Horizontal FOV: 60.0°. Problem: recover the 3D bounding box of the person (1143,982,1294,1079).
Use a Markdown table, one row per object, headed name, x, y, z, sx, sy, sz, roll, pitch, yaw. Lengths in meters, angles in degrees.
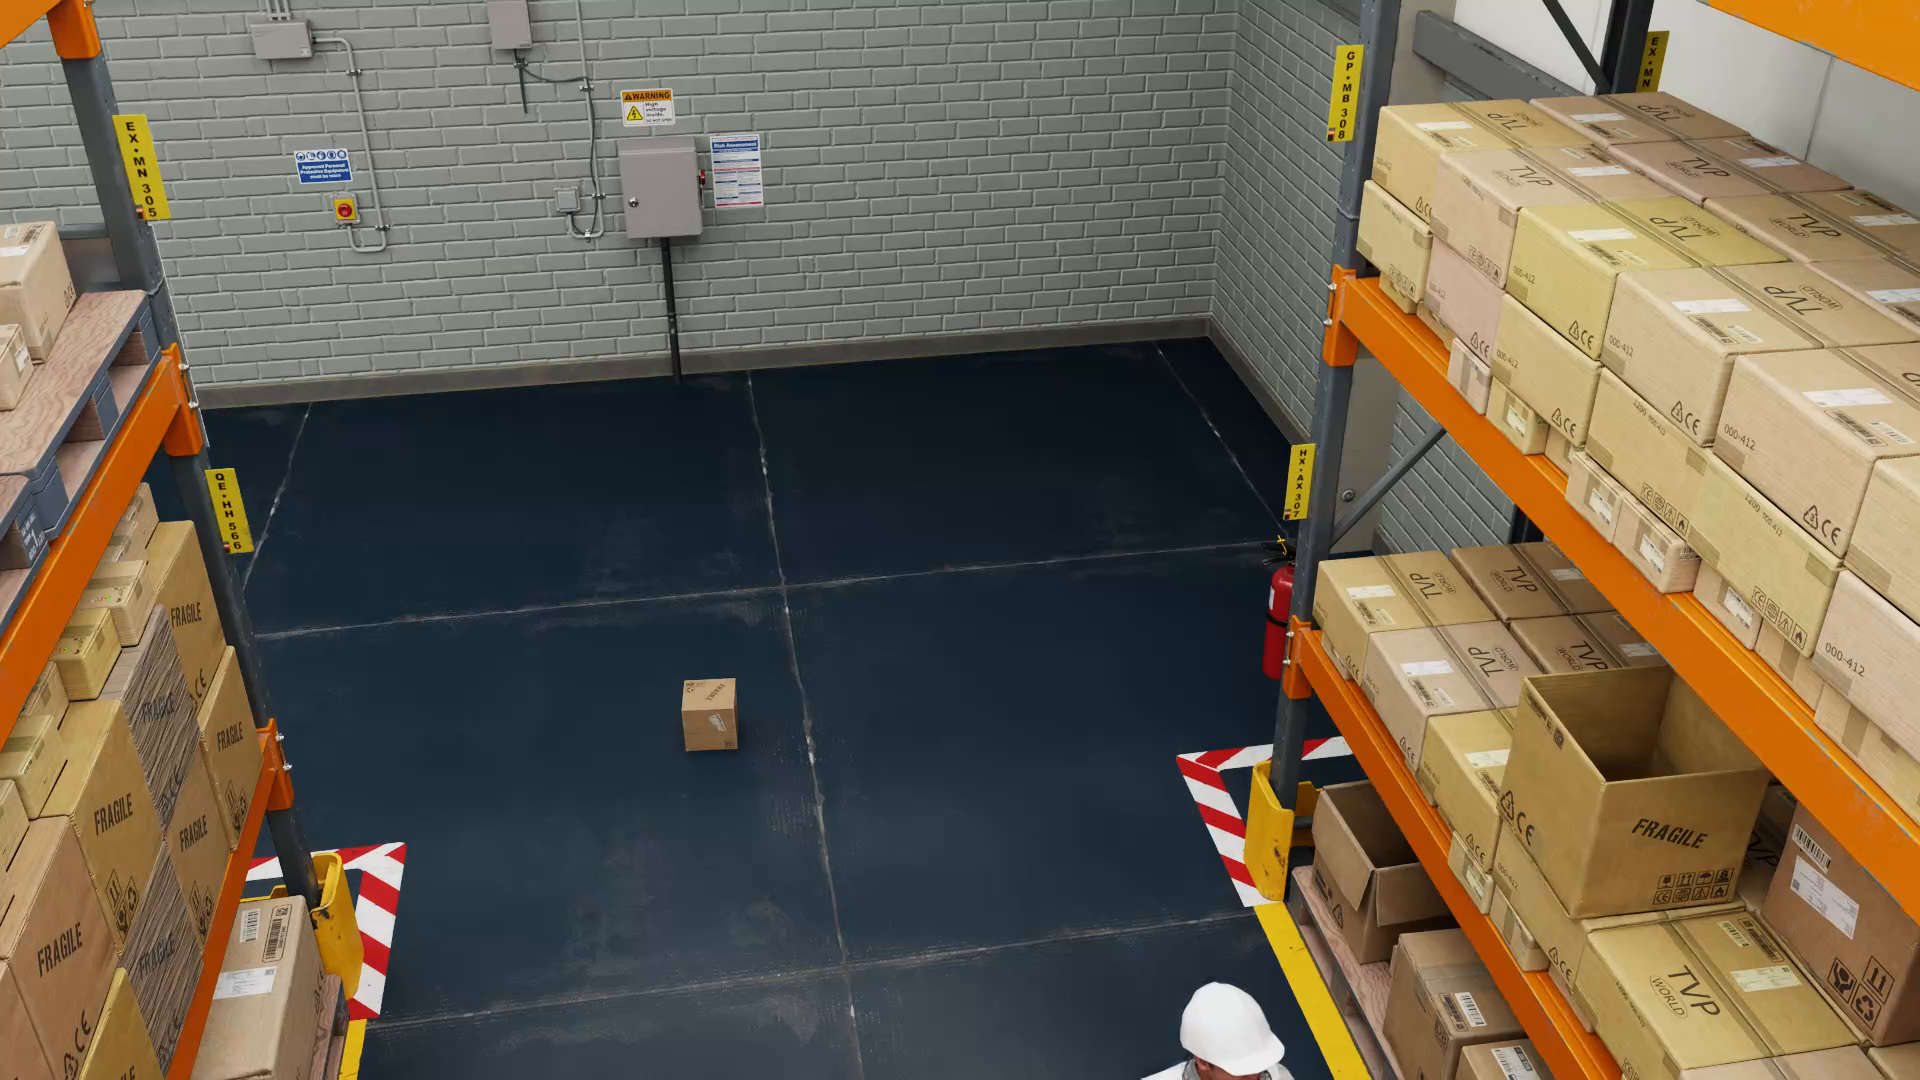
| name | x | y | z | sx | sy | sz | roll | pitch | yaw |
| --- | --- | --- | --- | --- | --- | --- | --- | --- | --- |
| person | 0.719 | 2.022 | 4.687 | 0.576 | 1.840 | 0.452 | -10 | 32 | -16 |
